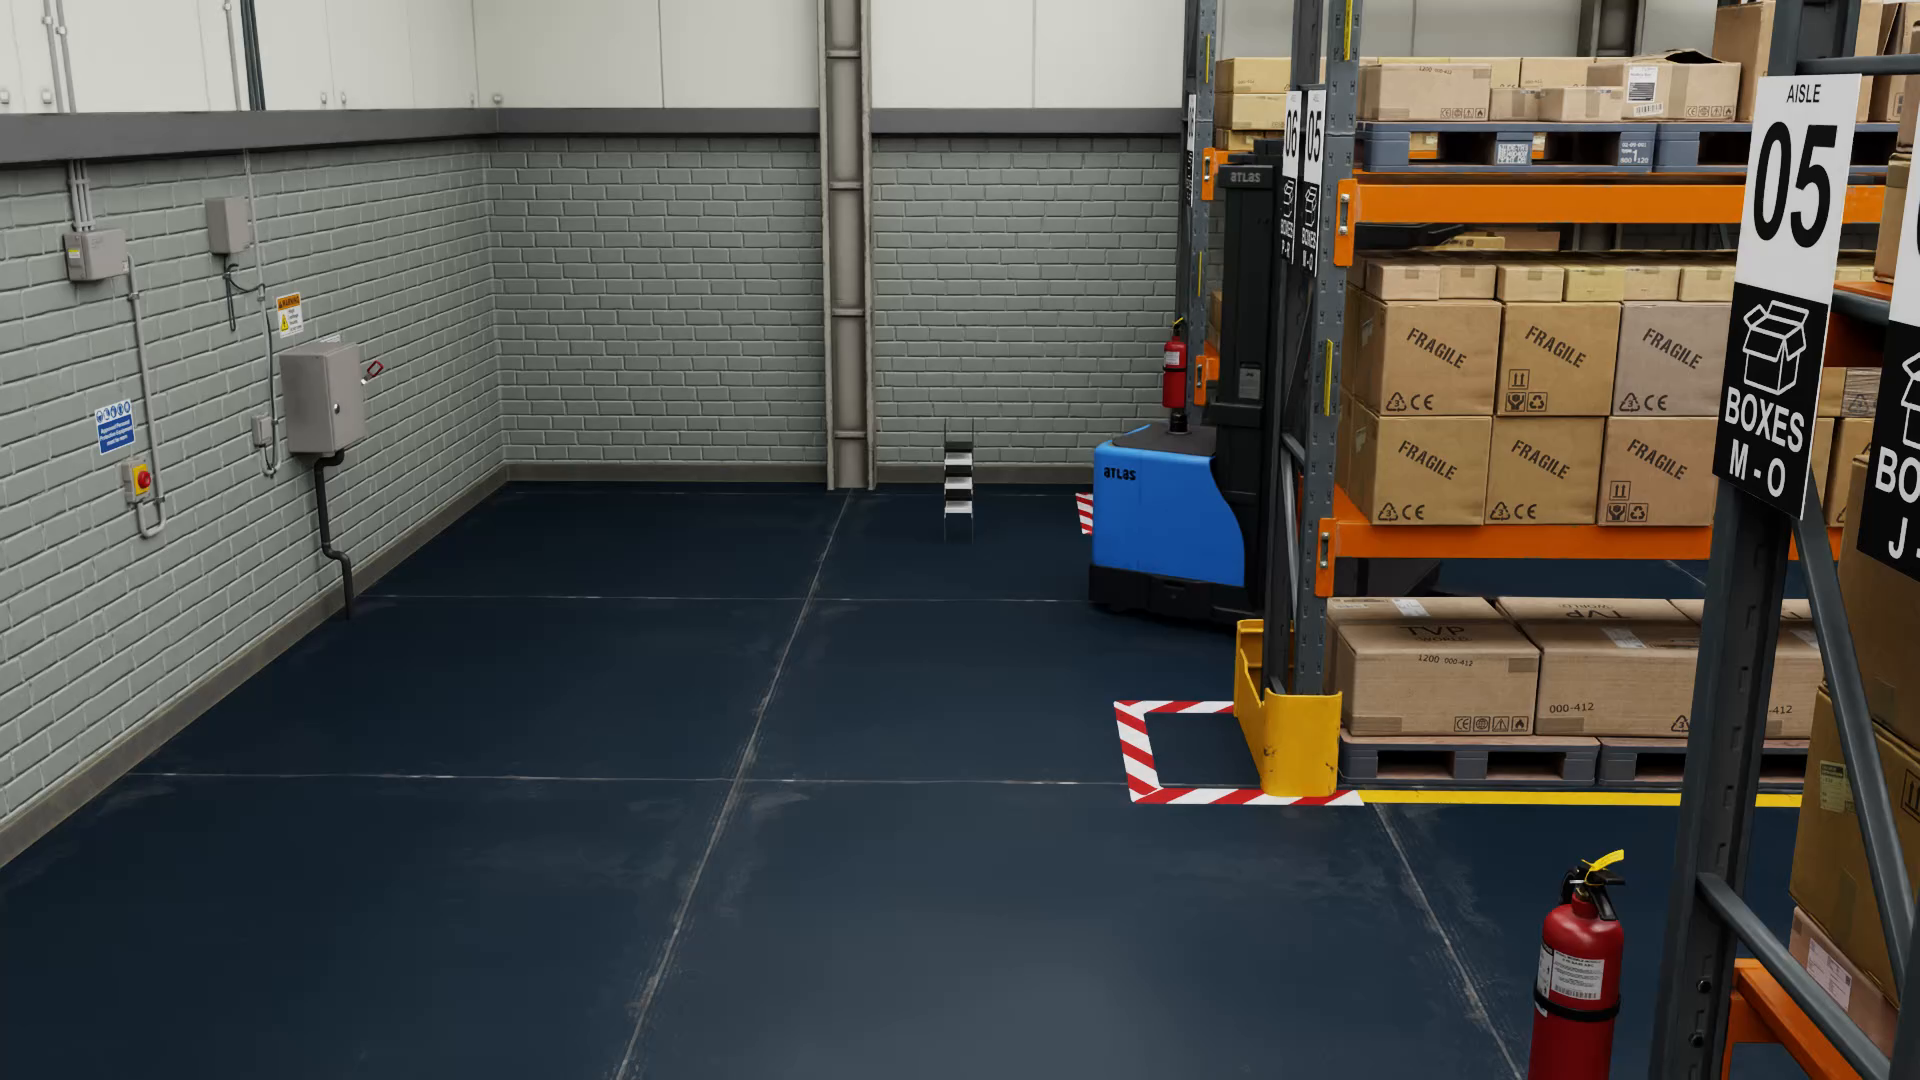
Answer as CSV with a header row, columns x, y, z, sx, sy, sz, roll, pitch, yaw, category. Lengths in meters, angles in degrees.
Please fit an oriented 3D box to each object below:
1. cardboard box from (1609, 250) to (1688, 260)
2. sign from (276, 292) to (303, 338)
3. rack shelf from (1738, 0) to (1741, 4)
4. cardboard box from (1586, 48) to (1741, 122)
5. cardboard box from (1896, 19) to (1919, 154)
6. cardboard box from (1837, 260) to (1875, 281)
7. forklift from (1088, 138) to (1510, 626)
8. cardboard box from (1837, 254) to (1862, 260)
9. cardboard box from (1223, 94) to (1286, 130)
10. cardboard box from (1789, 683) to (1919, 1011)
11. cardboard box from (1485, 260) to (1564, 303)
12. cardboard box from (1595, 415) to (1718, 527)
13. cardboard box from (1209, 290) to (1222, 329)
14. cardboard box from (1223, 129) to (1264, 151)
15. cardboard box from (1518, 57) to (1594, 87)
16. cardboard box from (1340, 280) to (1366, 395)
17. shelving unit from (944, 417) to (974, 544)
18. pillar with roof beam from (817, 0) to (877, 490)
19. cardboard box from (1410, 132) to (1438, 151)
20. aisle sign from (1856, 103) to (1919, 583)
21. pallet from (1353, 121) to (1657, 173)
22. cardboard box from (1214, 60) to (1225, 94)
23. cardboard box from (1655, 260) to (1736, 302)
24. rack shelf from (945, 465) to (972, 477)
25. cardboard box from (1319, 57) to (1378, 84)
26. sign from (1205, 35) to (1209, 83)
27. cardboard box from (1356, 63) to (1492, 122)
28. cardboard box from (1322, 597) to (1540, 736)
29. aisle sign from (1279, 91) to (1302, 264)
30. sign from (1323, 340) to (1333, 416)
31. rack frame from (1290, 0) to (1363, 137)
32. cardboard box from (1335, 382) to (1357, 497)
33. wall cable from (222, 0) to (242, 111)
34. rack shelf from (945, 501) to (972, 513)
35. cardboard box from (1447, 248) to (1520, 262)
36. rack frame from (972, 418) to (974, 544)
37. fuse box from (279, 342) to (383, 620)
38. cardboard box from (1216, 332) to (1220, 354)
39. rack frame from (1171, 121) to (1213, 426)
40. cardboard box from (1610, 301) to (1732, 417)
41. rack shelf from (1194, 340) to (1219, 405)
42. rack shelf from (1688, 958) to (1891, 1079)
x,y,z,sx,sy,sz,roll,pitch,yaw,category
3.278,-1.296,7.946,0.250,0.149,0.380,1,15,3,cardboard box
-4.010,-1.349,9.953,0.001,0.242,0.339,0,15,1,sign
7.758,-3.983,11.990,4.000,0.370,1.077,0,15,1,rack shelf
3.132,-2.033,7.440,0.500,0.311,0.500,1,15,2,cardboard box
2.078,-0.815,2.983,0.500,0.250,0.500,0,15,0,cardboard box
4.043,-1.161,7.434,0.250,0.149,0.380,0,15,0,cardboard box
2.359,-0.888,9.962,3.031,2.935,1.130,8,17,29,forklift
4.048,-1.280,7.883,0.250,0.149,0.380,0,15,1,cardboard box
2.196,-3.111,12.084,0.500,0.250,0.500,0,15,1,cardboard box
2.067,0.612,3.363,0.500,0.500,0.500,1,15,3,cardboard box
2.505,-1.155,7.408,0.250,0.149,0.380,1,15,3,cardboard box
3.124,-0.364,7.645,0.500,0.500,0.500,0,15,1,cardboard box
2.226,-1.798,12.987,0.500,0.250,0.500,1,15,3,cardboard box
2.073,-2.930,12.178,0.250,0.149,0.380,1,15,3,cardboard box
4.234,-3.348,12.001,0.500,0.250,0.500,1,15,2,cardboard box
2.125,-0.986,8.041,0.500,0.500,0.500,1,15,3,cardboard box
-0.008,-0.435,12.225,0.210,0.900,0.258,0,15,1,shelving unit
-1.022,-3.713,8.772,0.400,9.000,9.100,0,15,1,pillar with roof beam
3.349,-2.915,12.122,0.250,0.149,0.380,0,15,1,cardboard box
1.531,-0.314,2.556,0.004,0.787,0.394,0,15,1,aisle sign
2.379,-1.802,7.583,1.213,0.211,1.003,0,15,1,pallet
2.211,-3.494,12.554,0.500,0.250,0.500,0,15,0,cardboard box
3.281,-1.157,7.417,0.250,0.149,0.380,1,15,2,cardboard box
-0.008,-0.490,12.211,0.200,0.077,0.258,0,15,1,rack shelf
2.705,-3.351,12.011,0.500,0.250,0.500,0,15,1,cardboard box
1.746,-3.397,11.742,0.005,0.325,0.100,0,15,1,sign
2.089,-2.046,7.609,0.500,0.250,0.500,-1,15,-4,cardboard box
2.299,0.618,8.316,0.875,0.438,0.875,0,15,0,cardboard box
1.573,-1.733,7.933,0.004,0.787,0.394,0,15,1,aisle sign
1.617,-0.712,7.306,0.005,0.325,0.100,0,15,1,sign
1.637,-3.297,7.198,0.127,3.000,1.000,0,15,1,rack frame
2.126,-0.509,8.194,0.500,0.500,0.500,0,15,2,cardboard box
-4.035,-3.454,7.793,0.029,3.000,2.355,0,15,1,wall cable
-0.008,-0.229,12.280,0.200,0.077,0.258,0,15,1,rack shelf
2.515,-1.315,8.016,0.250,0.149,0.380,0,15,1,cardboard box
0.094,-0.435,12.223,0.006,0.900,0.240,0,15,1,rack frame
-3.801,-0.339,10.271,0.414,1.711,0.539,0,15,1,fuse box
2.081,-1.469,12.520,0.250,0.149,0.380,0,15,1,cardboard box
1.760,-1.662,12.761,0.127,3.000,1.000,0,15,1,rack frame
3.141,-0.850,7.524,0.500,0.500,0.500,0,15,1,cardboard box
3.759,-1.301,12.803,4.000,0.370,1.077,0,15,1,rack shelf
3.611,1.227,3.218,4.000,0.370,1.077,0,15,1,rack shelf
